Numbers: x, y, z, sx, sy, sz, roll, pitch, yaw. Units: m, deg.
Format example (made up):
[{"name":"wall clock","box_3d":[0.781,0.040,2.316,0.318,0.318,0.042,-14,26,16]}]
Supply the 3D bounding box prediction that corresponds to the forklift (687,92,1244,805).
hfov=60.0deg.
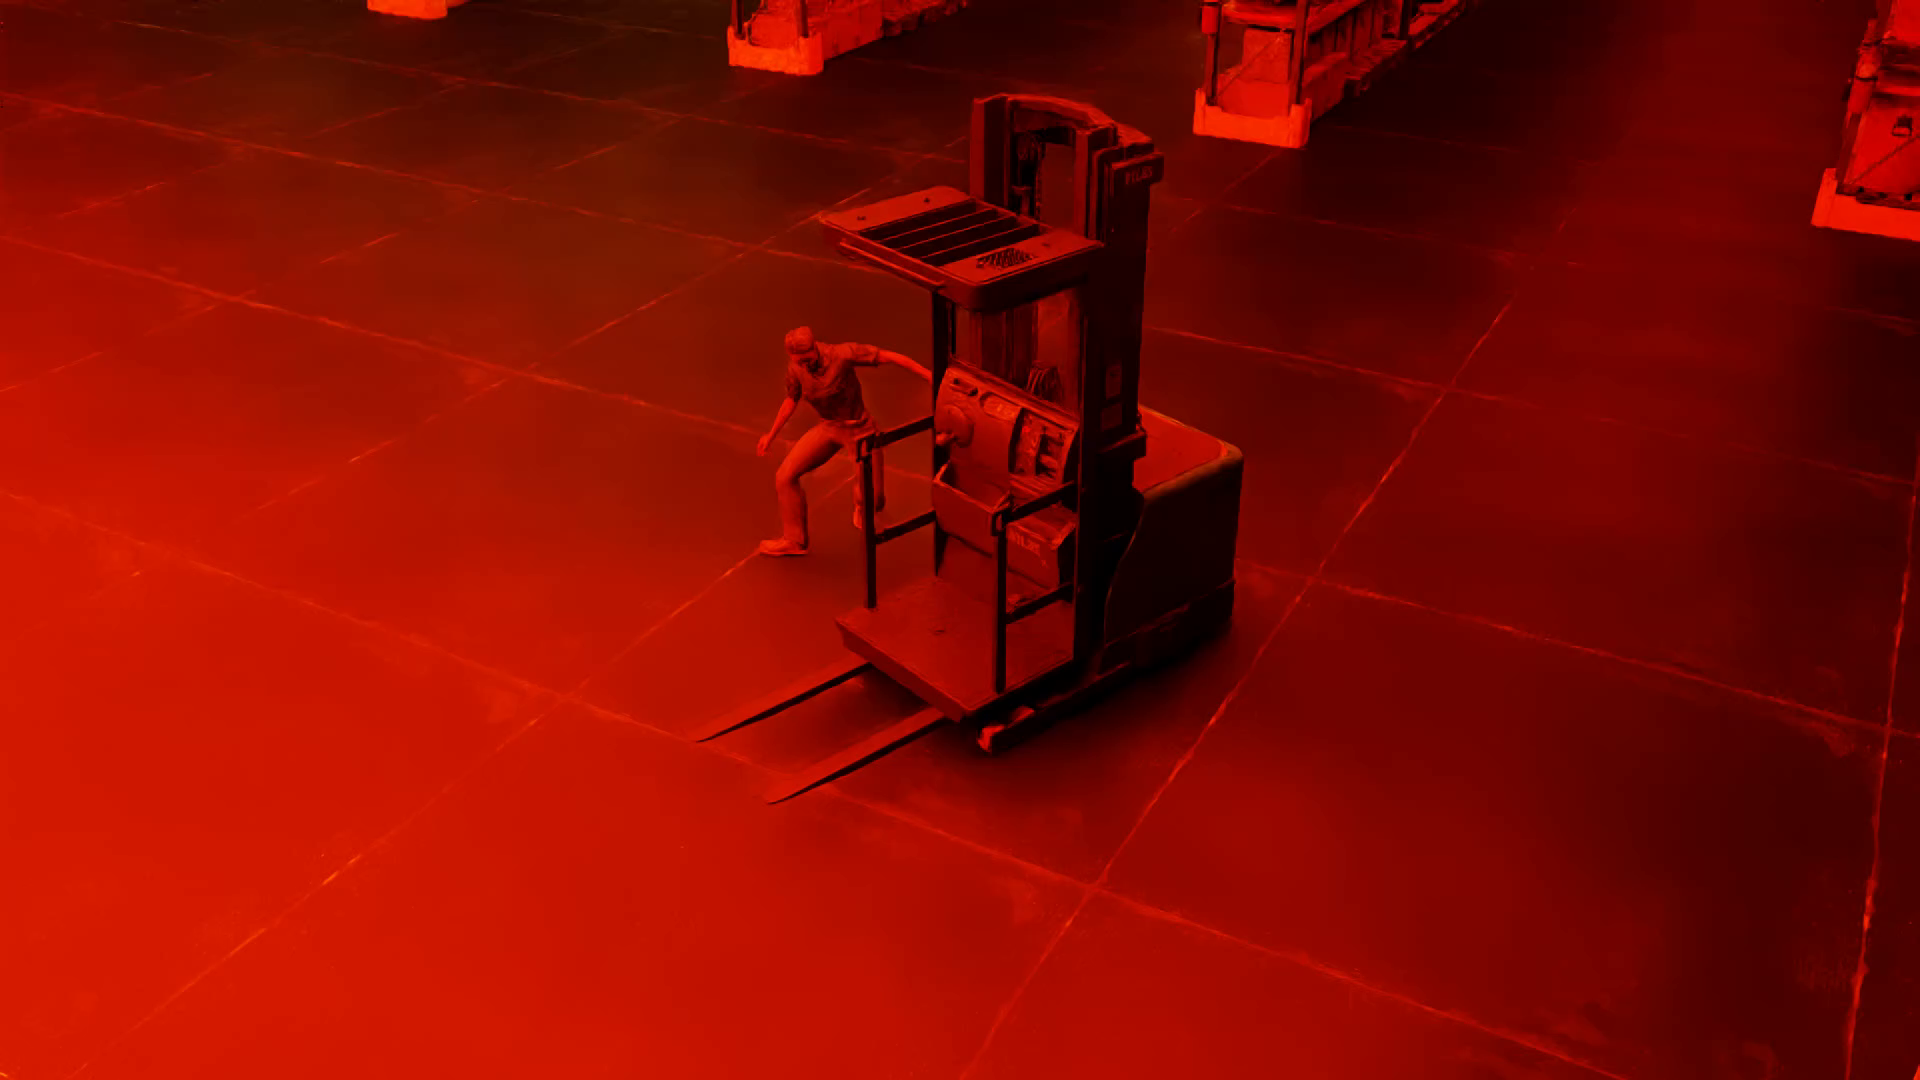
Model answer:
[{"name":"forklift","box_3d":[0.057,-0.509,7.953,3.031,2.935,1.130,-24,37,-35]}]

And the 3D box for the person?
[{"name":"person","box_3d":[-0.647,-0.578,9.570,1.096,1.423,0.683,14,33,23]}]
